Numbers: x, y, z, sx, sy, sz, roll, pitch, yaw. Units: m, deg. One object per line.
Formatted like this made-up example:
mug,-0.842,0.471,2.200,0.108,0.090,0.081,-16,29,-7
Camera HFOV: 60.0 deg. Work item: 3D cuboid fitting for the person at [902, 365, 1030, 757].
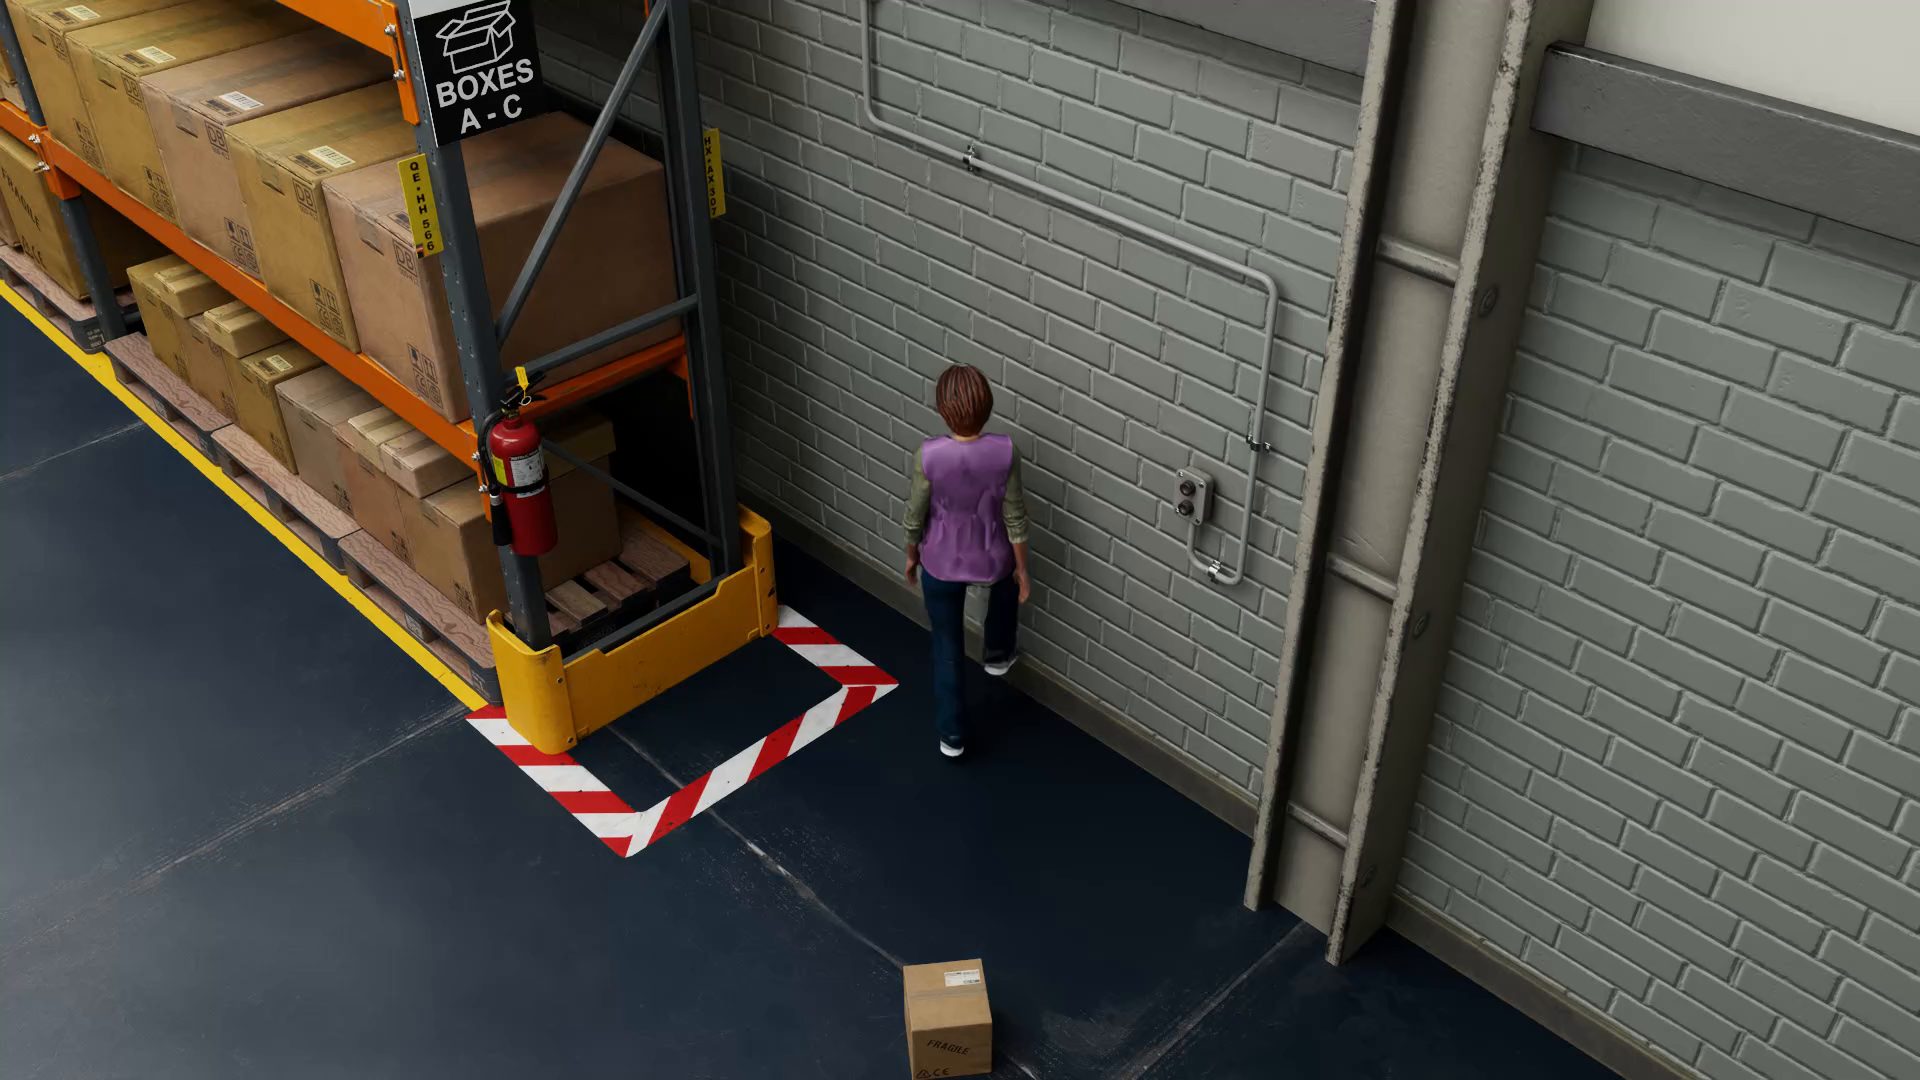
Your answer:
person,0.023,0.041,6.068,0.463,1.586,0.587,-1,36,-2
